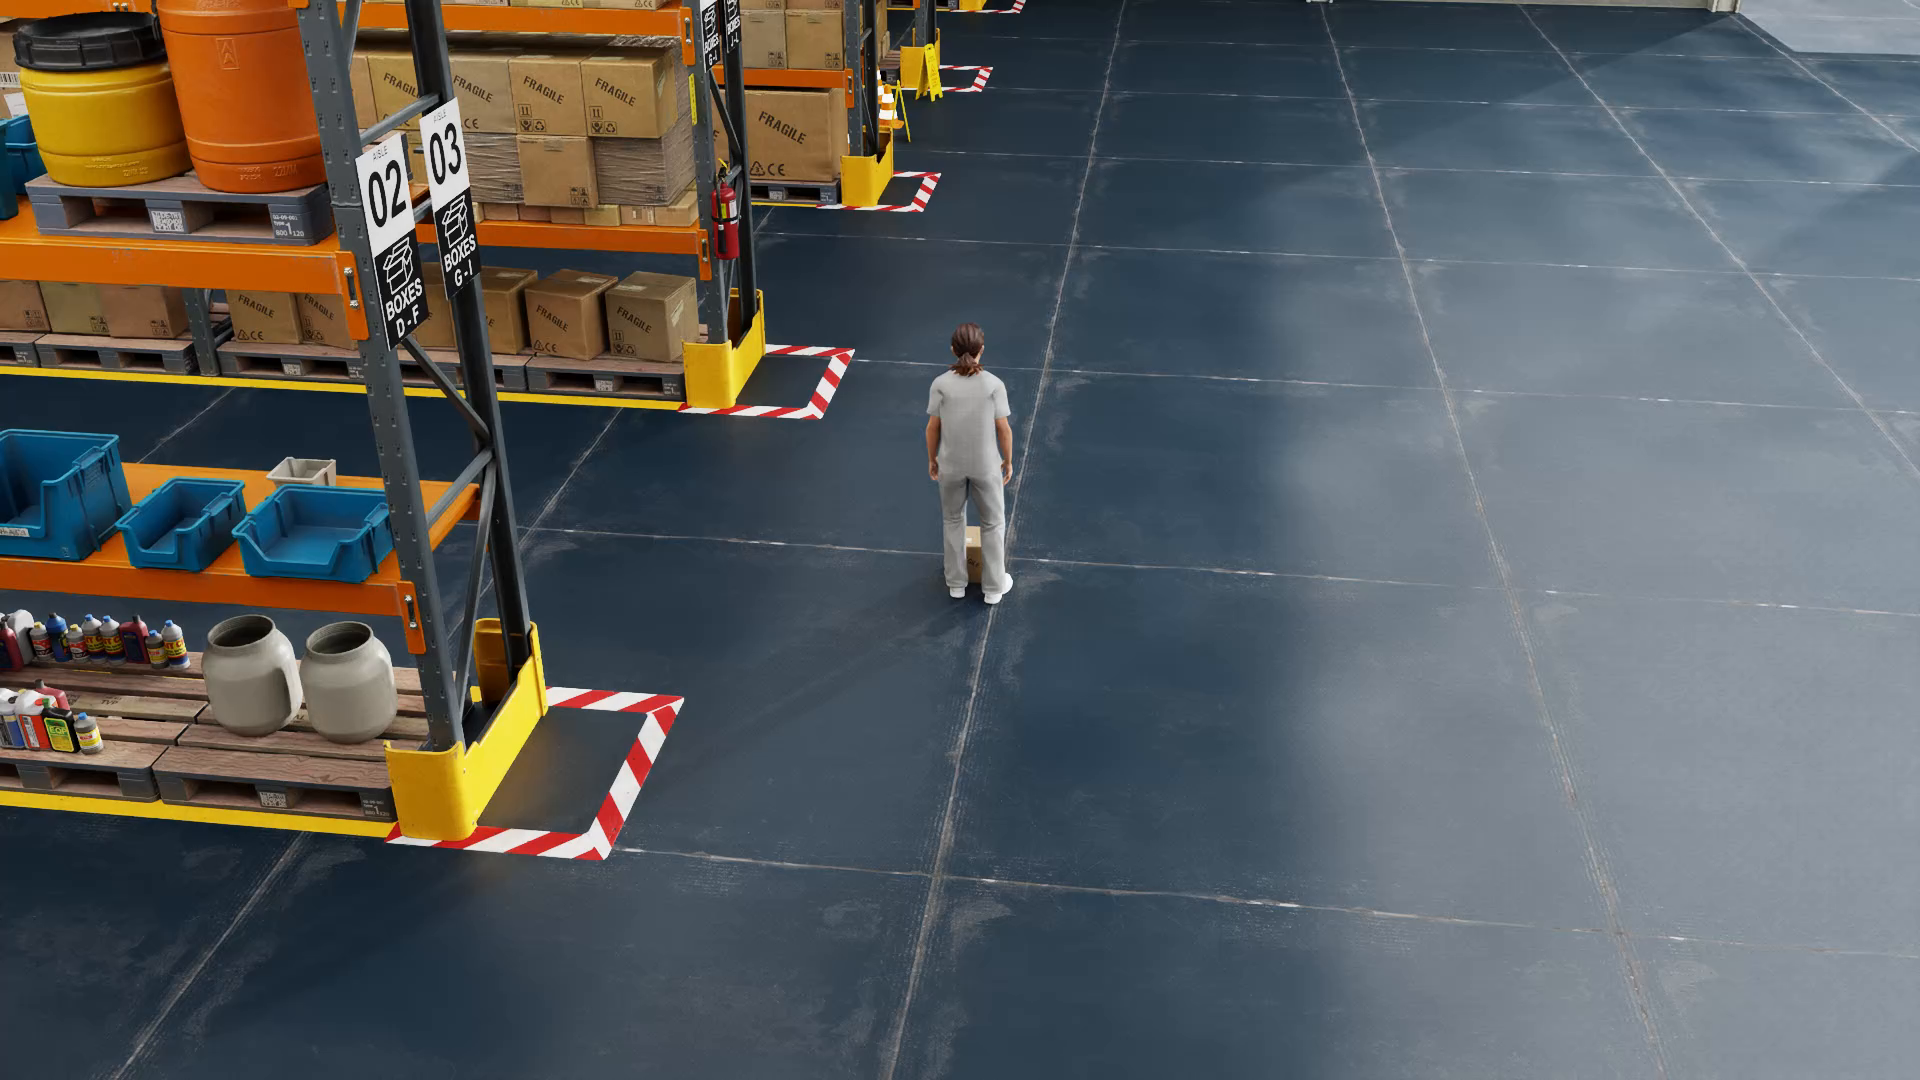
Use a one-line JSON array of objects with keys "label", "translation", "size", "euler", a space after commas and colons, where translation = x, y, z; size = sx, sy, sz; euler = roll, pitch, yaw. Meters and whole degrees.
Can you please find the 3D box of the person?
[{"label": "person", "translation": [0.059, -0.431, 9.419], "size": [0.487, 1.672, 0.413], "euler": [3, 29, 5]}]
